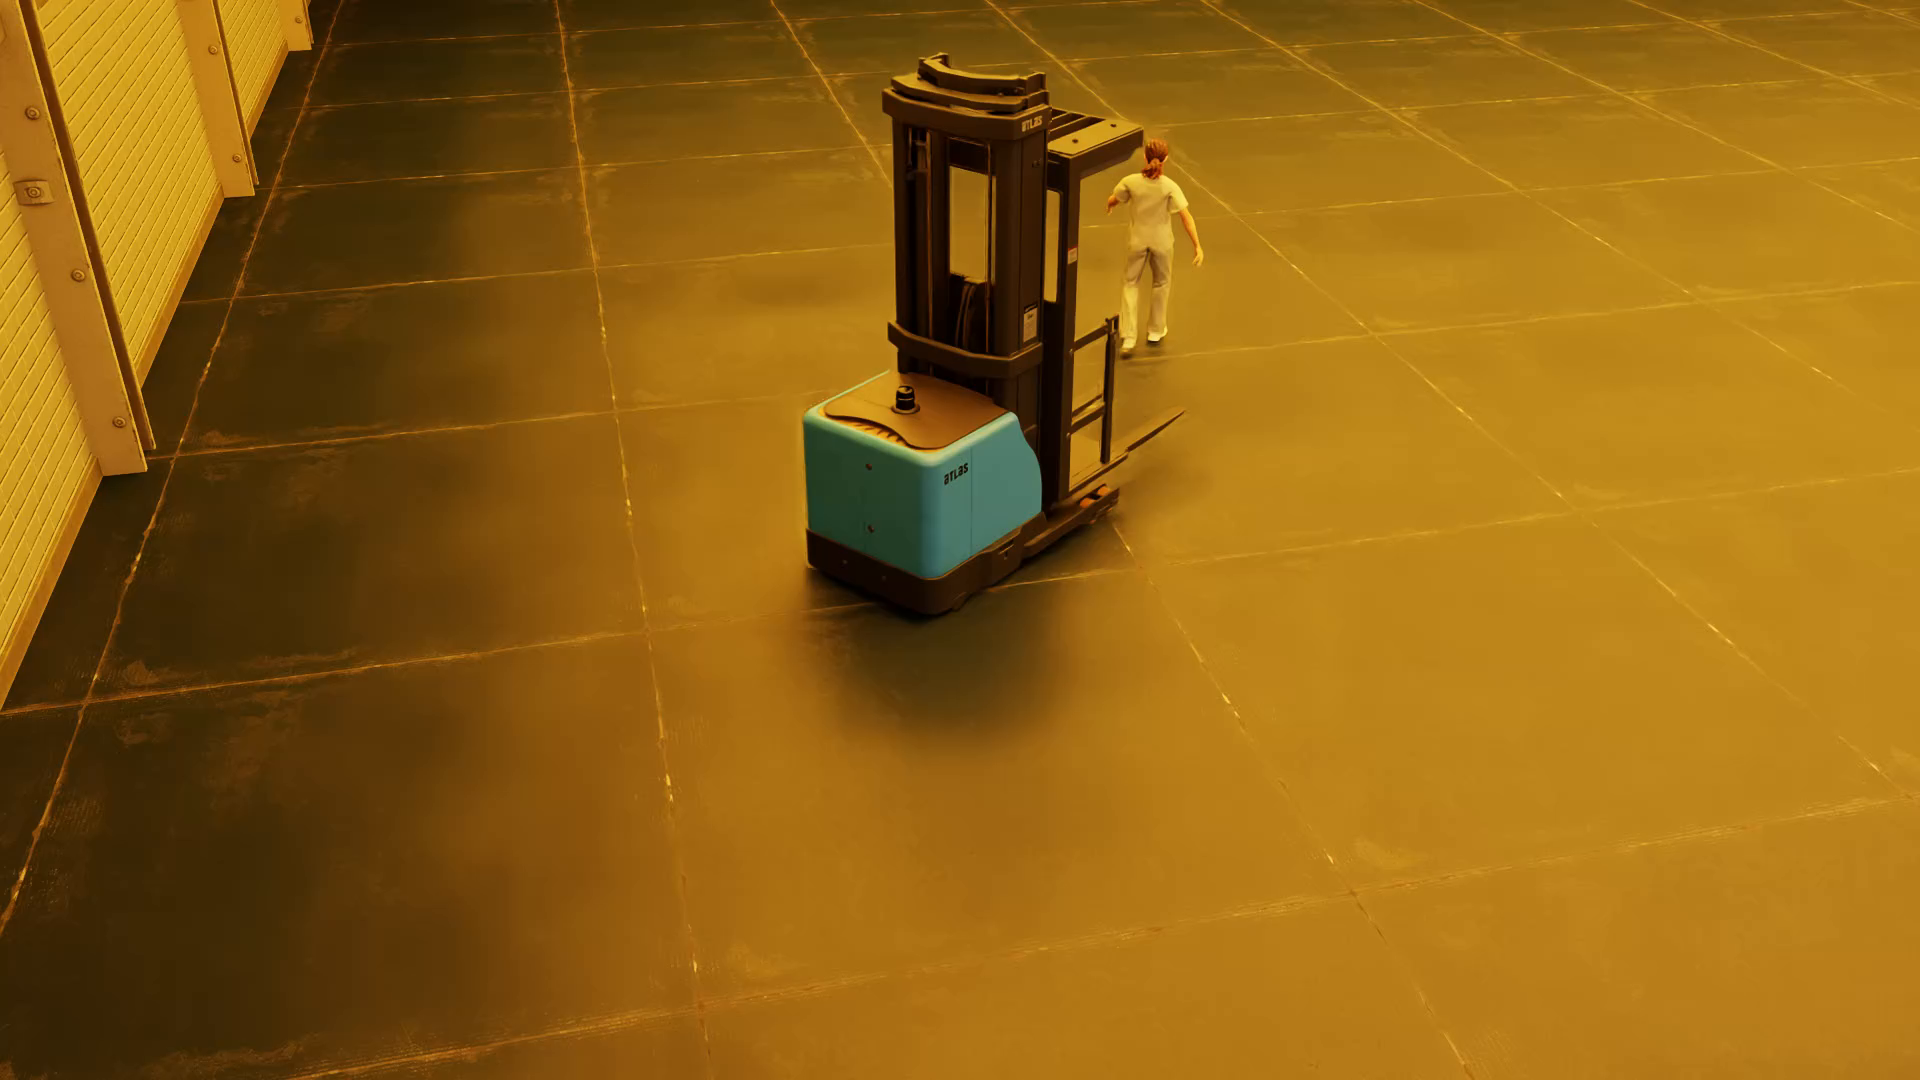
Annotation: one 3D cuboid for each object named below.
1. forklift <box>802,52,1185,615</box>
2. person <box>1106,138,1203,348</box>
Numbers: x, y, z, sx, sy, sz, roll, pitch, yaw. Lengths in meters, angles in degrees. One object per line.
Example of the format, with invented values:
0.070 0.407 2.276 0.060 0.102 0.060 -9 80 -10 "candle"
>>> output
0.378 -1.509 10.181 1.130 2.935 3.031 22 36 33 "forklift"
1.475 -2.272 12.784 0.823 1.659 0.720 7 31 12 "person"
